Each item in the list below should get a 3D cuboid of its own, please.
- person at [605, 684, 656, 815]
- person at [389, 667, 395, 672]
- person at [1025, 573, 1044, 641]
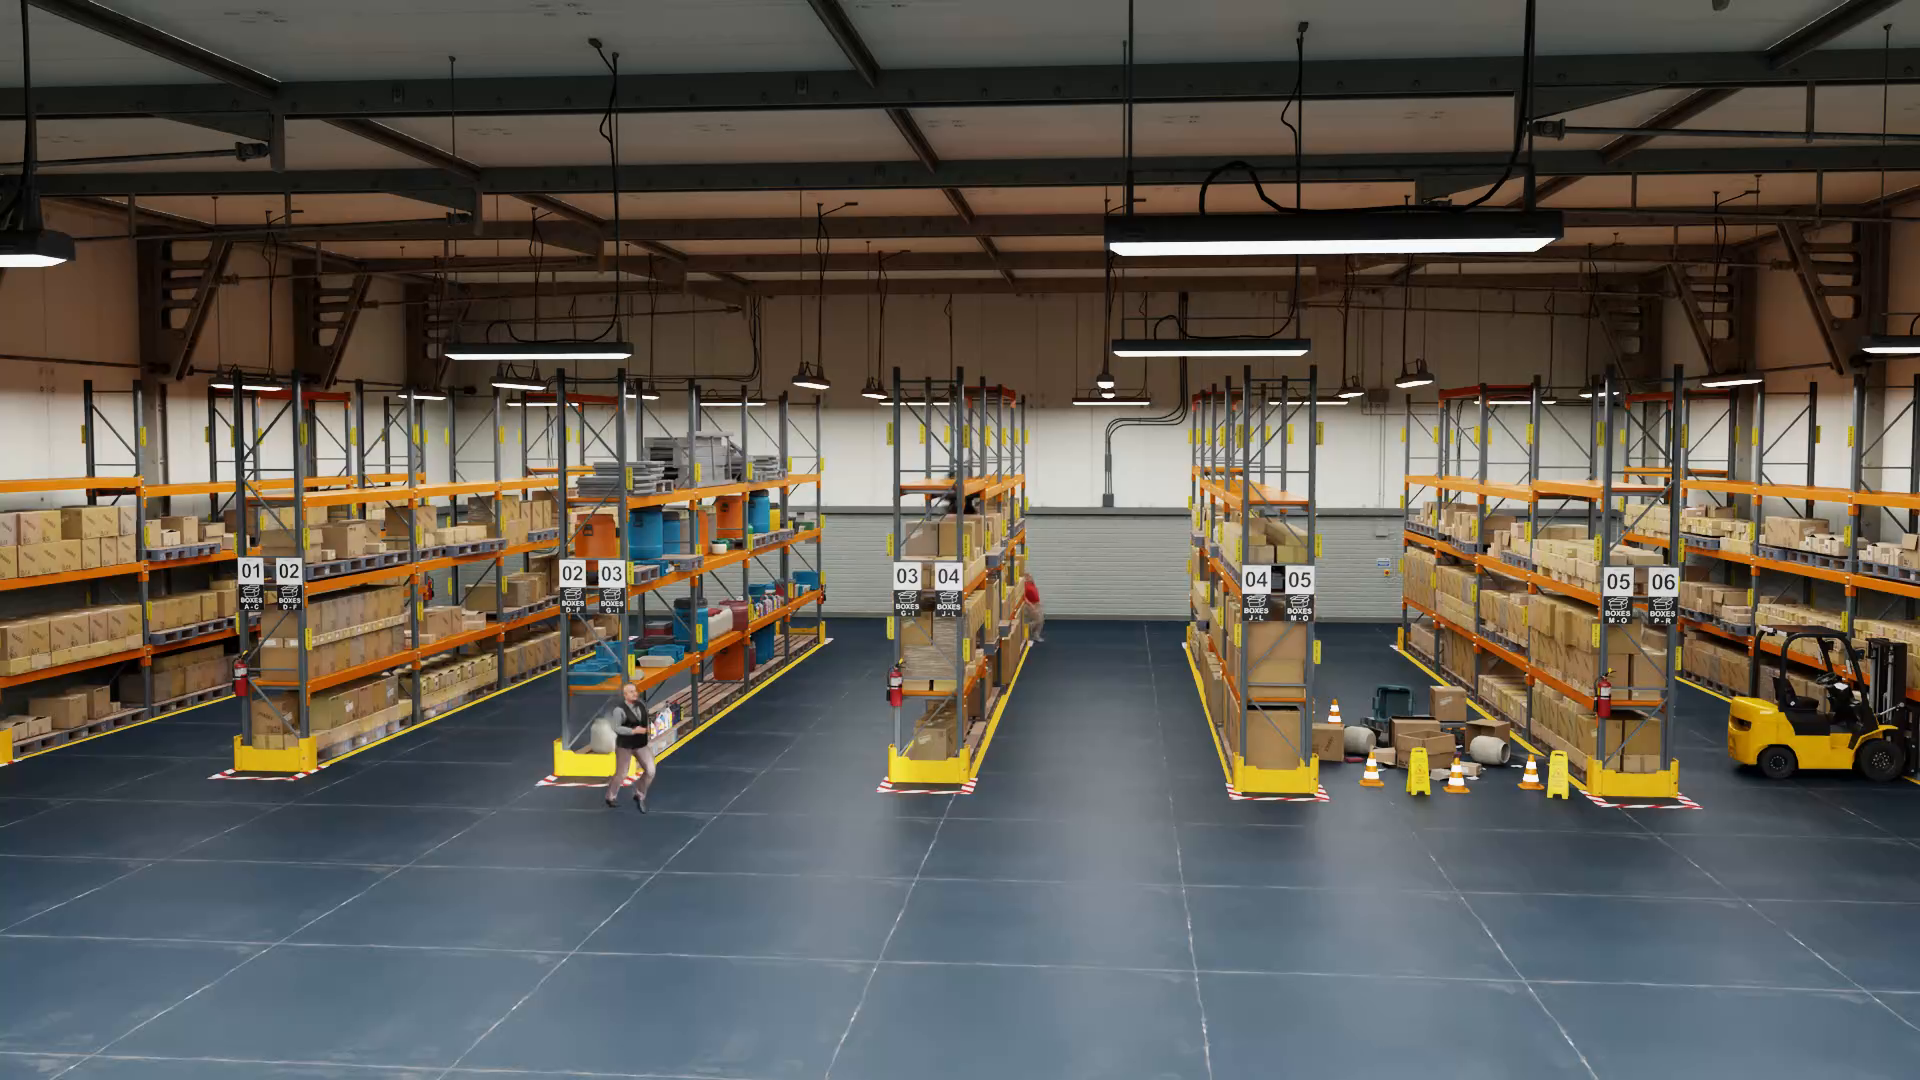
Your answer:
[{"bbox_3d":[-4.351,2.771,22.089,0.662,1.732,0.871,-3,5,-43],"label":"person"},{"bbox_3d":[-11.528,2.106,33.097,0.599,1.644,0.858,1,4,12],"label":"person"},{"bbox_3d":[1.785,1.653,40.756,0.537,1.688,0.717,2,4,23],"label":"person"}]
